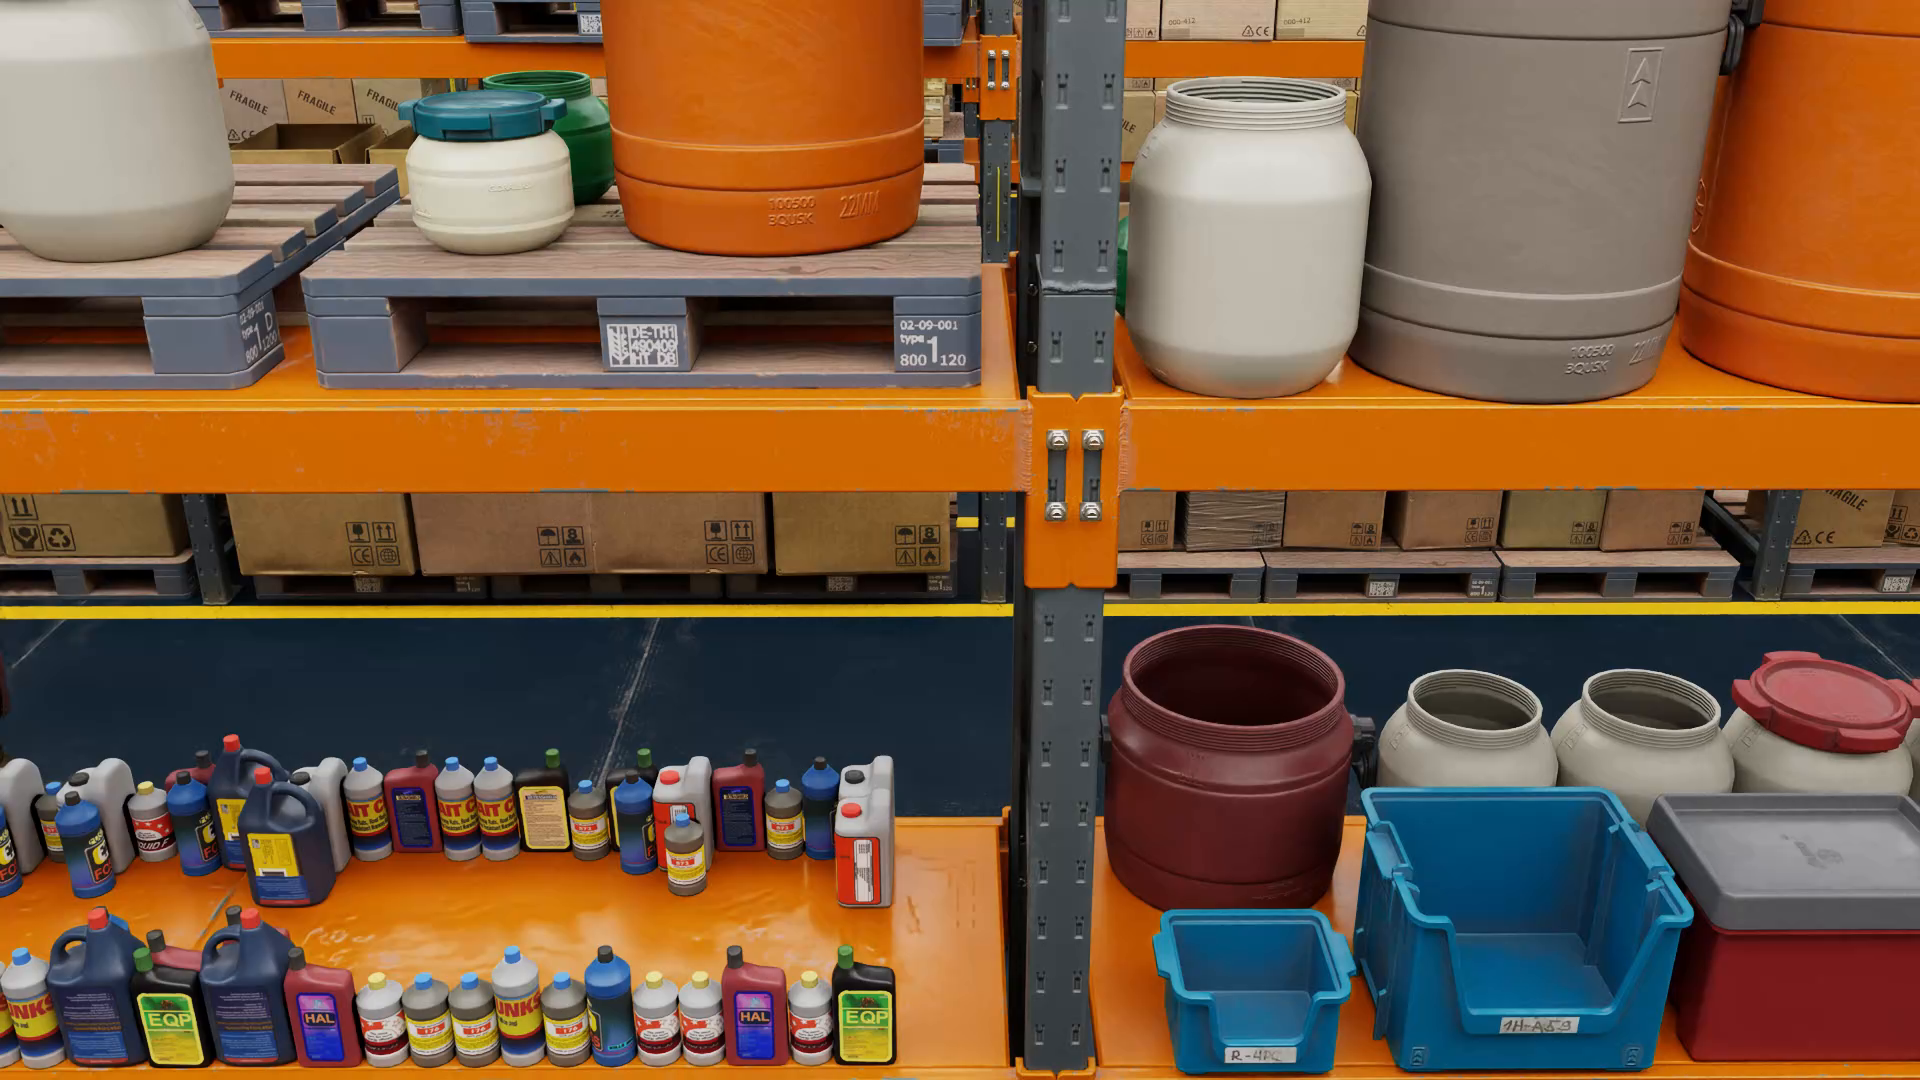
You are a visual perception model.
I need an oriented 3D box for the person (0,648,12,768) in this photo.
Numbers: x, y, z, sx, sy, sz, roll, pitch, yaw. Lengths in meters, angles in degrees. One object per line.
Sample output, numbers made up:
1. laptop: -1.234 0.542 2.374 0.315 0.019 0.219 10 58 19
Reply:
1. person: -3.692 0.490 5.984 0.477 1.796 0.570 -2 24 -5
